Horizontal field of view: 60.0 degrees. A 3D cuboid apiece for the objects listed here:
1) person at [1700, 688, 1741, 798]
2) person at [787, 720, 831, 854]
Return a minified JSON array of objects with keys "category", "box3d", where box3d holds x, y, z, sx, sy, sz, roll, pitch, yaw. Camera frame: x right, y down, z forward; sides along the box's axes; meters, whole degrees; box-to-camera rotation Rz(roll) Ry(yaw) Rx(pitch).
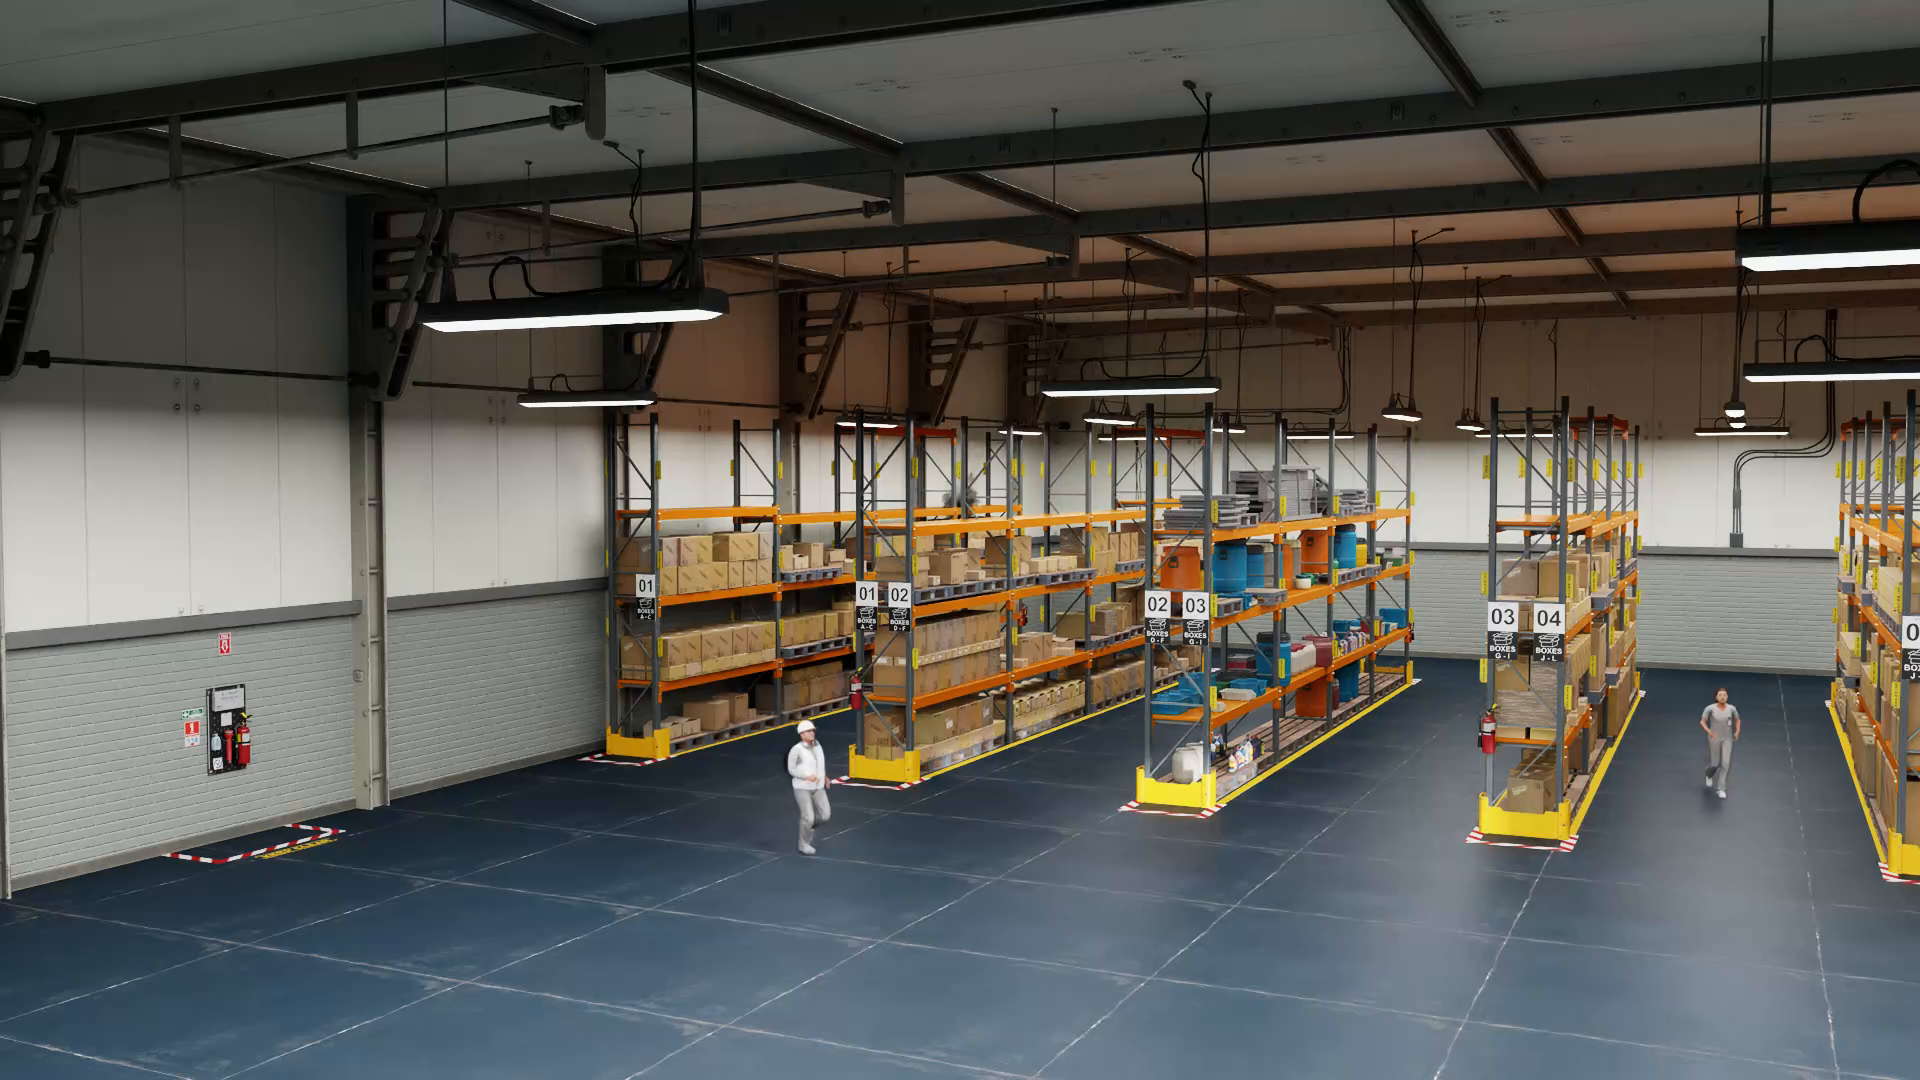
[{"category":"person","box3d":[11.750,3.104,25.693,0.589,1.658,0.702,1,2,12]},{"category":"person","box3d":[-1.941,3.224,21.707,0.655,1.731,0.571,-2,3,-43]}]
